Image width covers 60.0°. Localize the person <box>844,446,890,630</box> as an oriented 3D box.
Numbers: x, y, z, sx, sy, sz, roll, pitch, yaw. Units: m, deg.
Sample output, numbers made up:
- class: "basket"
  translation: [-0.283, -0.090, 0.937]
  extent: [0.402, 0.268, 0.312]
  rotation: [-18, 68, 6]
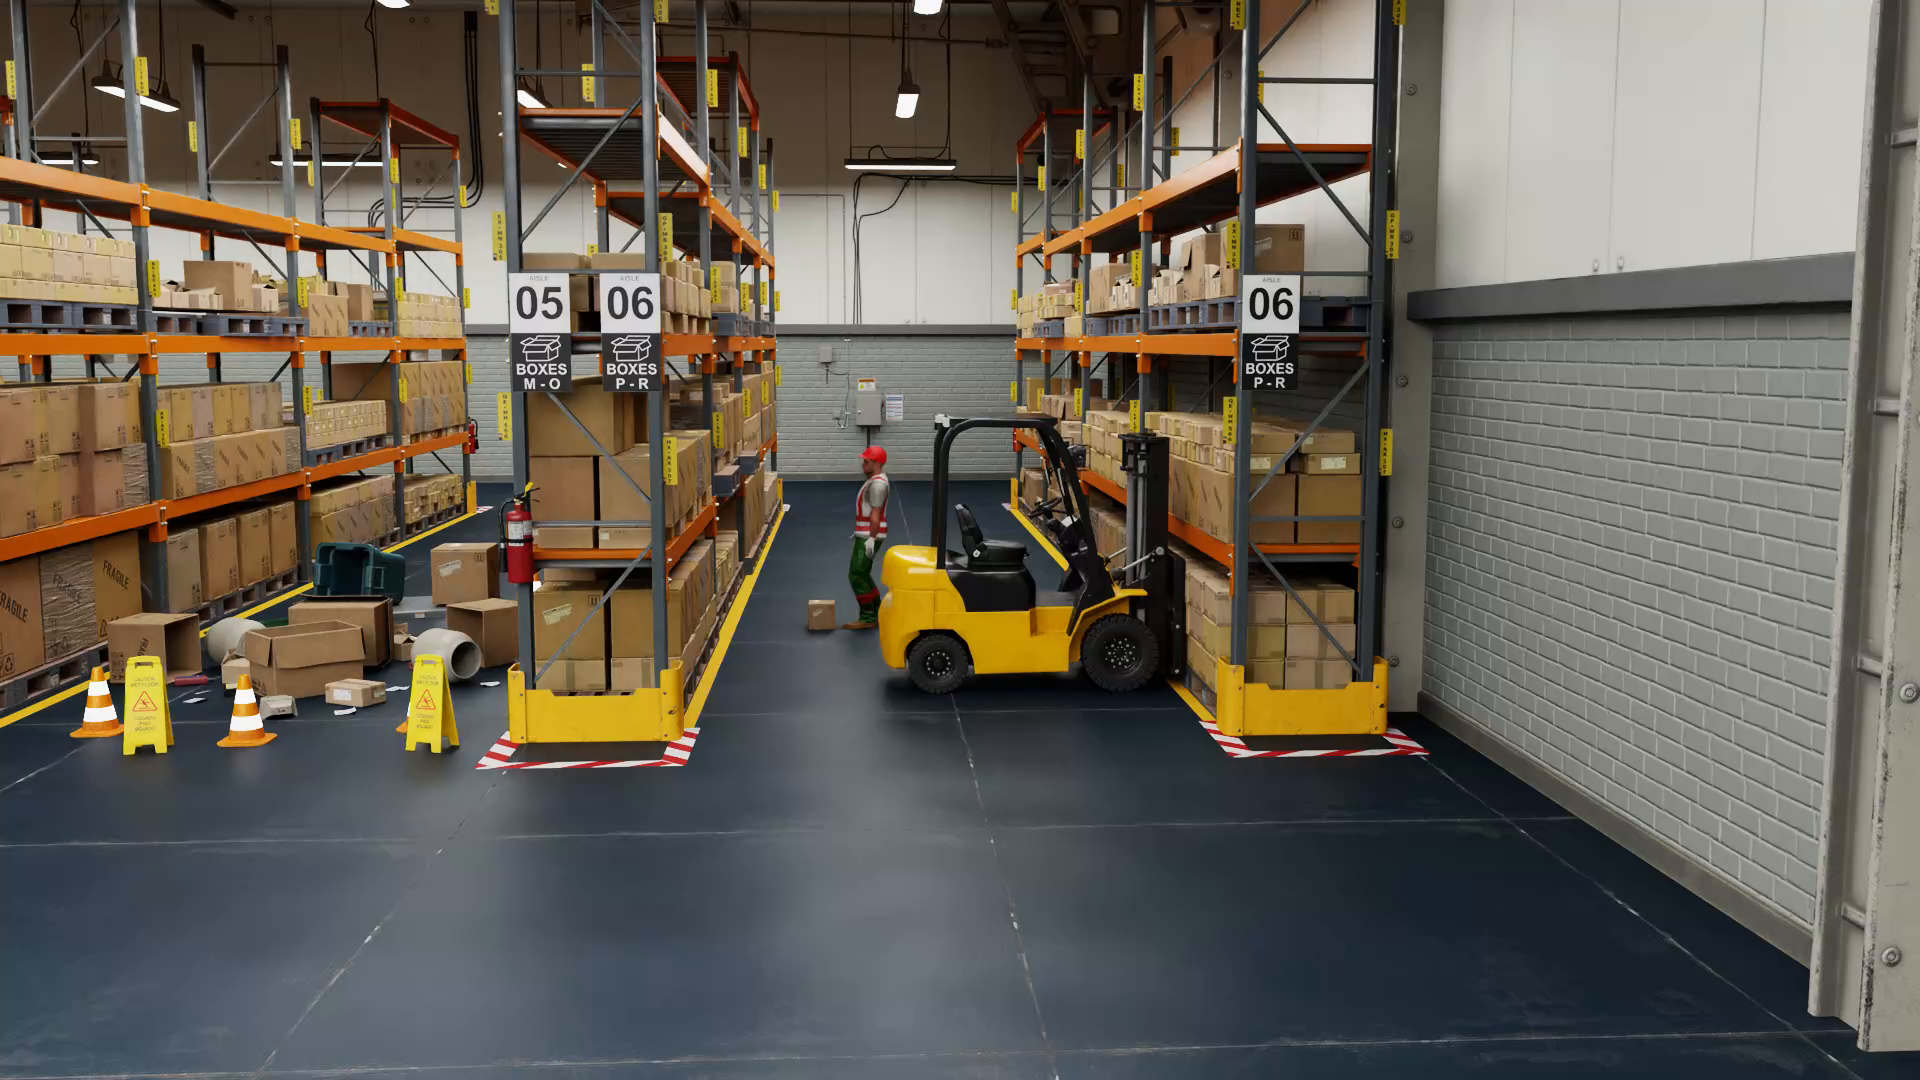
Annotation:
- class: "person"
  translation: [-0.896, 0.003, 15.991]
  extent: [0.446, 1.823, 0.527]
  rotation: [0, 7, -2]
